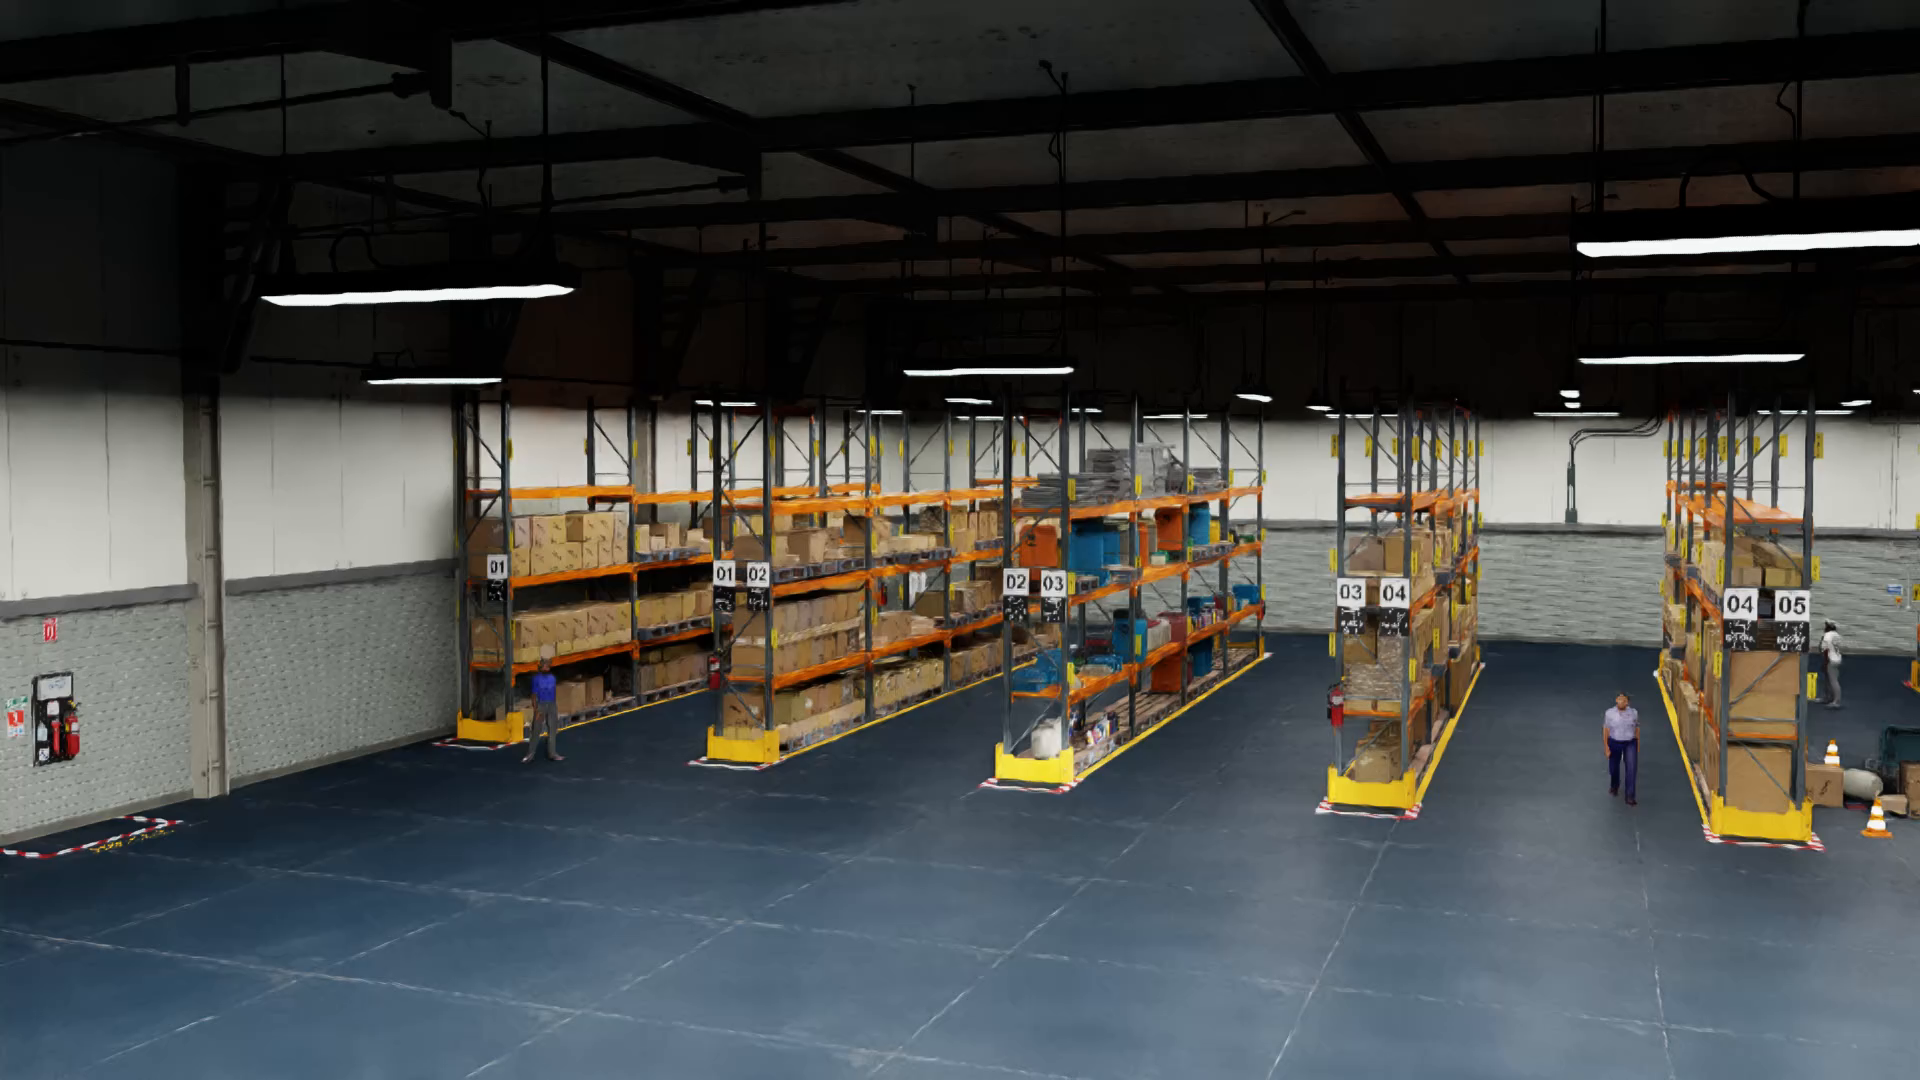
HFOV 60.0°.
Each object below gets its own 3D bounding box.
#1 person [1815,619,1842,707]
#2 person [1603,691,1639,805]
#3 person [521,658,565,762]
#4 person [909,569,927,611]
[{"bbox_3d":[16.899,2.376,32.324,0.560,1.663,0.587,3,4,45],"label":"person"},{"bbox_3d":[9.365,2.906,23.571,0.479,1.567,1.090,1,3,23],"label":"person"},{"bbox_3d":[-6.688,2.711,26.567,0.650,1.658,0.426,-3,4,-42],"label":"person"},{"bbox_3d":[-1.305,1.526,47.070,0.781,1.769,0.560,-1,3,-18],"label":"person"}]
